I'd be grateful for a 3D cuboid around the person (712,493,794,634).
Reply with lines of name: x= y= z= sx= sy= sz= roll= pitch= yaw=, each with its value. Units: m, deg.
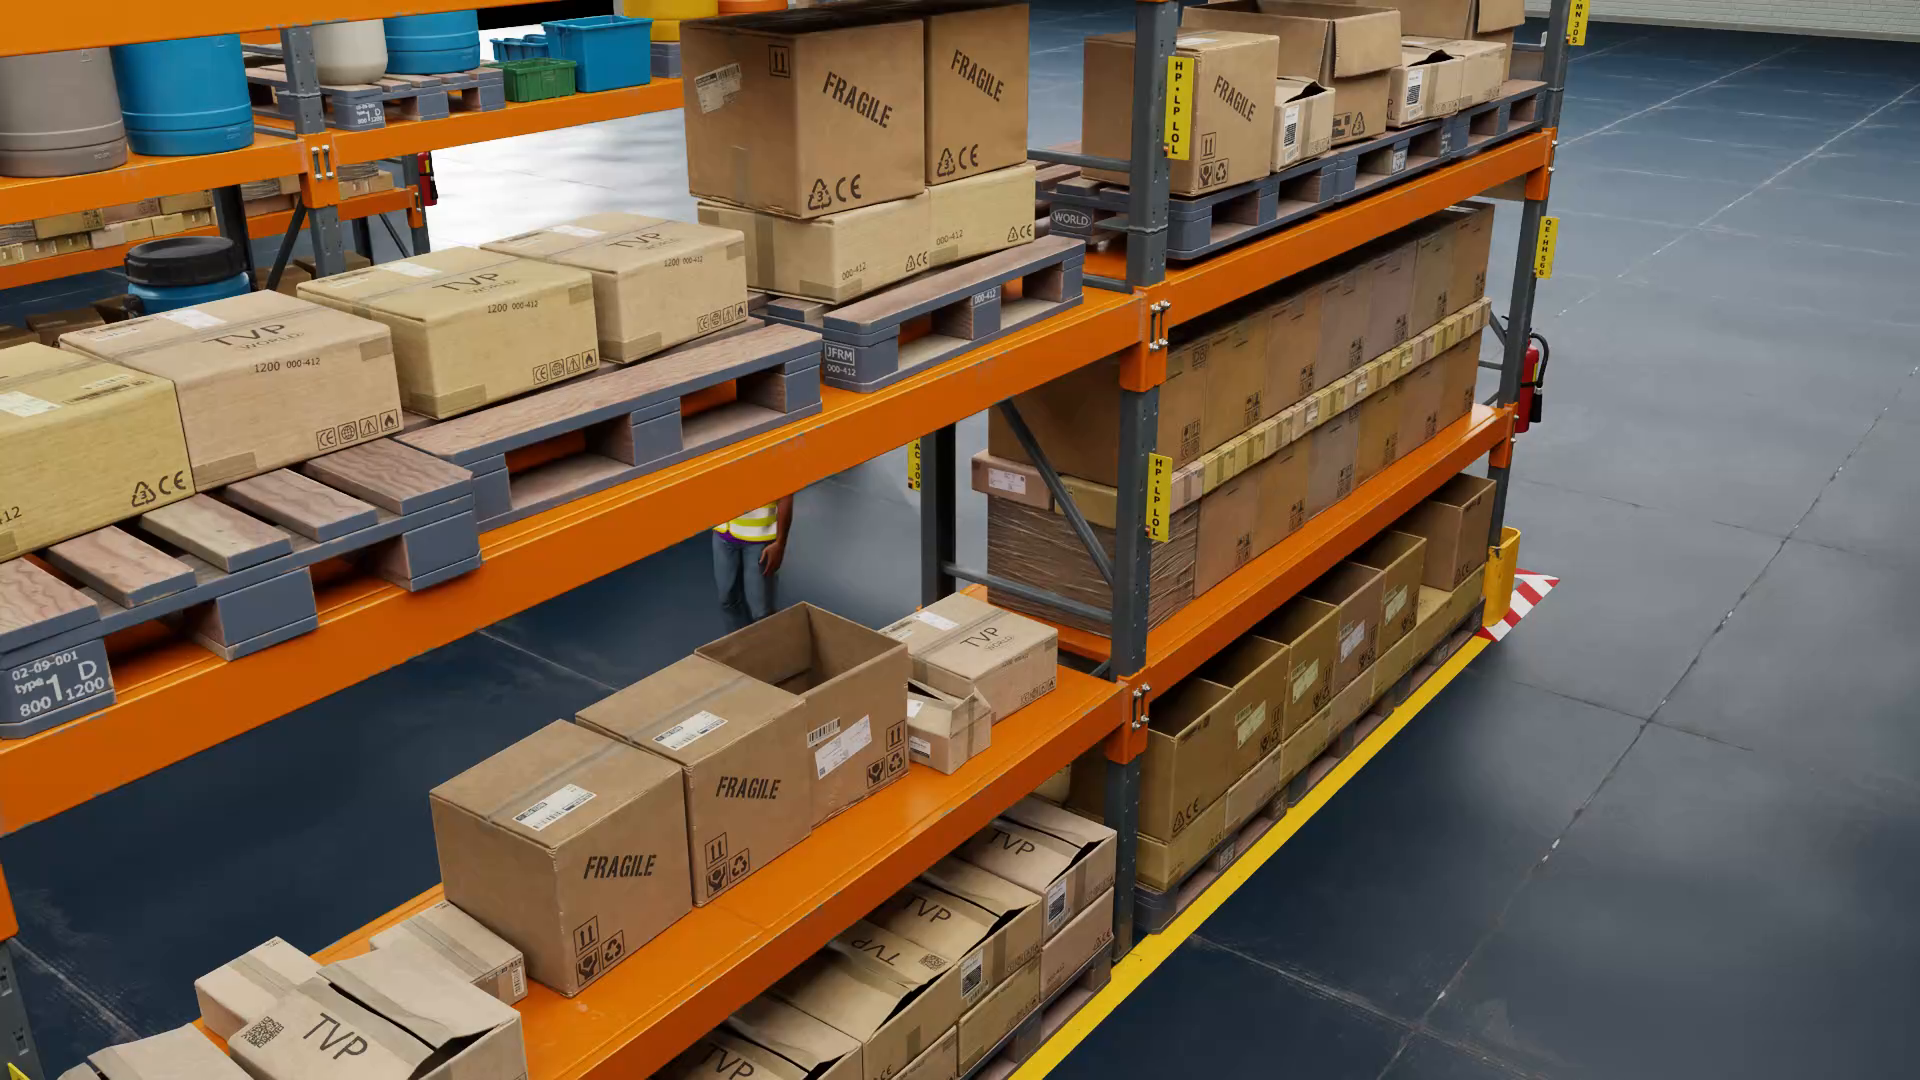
person: x=-1.090 y=-0.028 z=8.653 sx=0.571 sy=1.759 sz=0.378 roll=17 pitch=29 yaw=34
